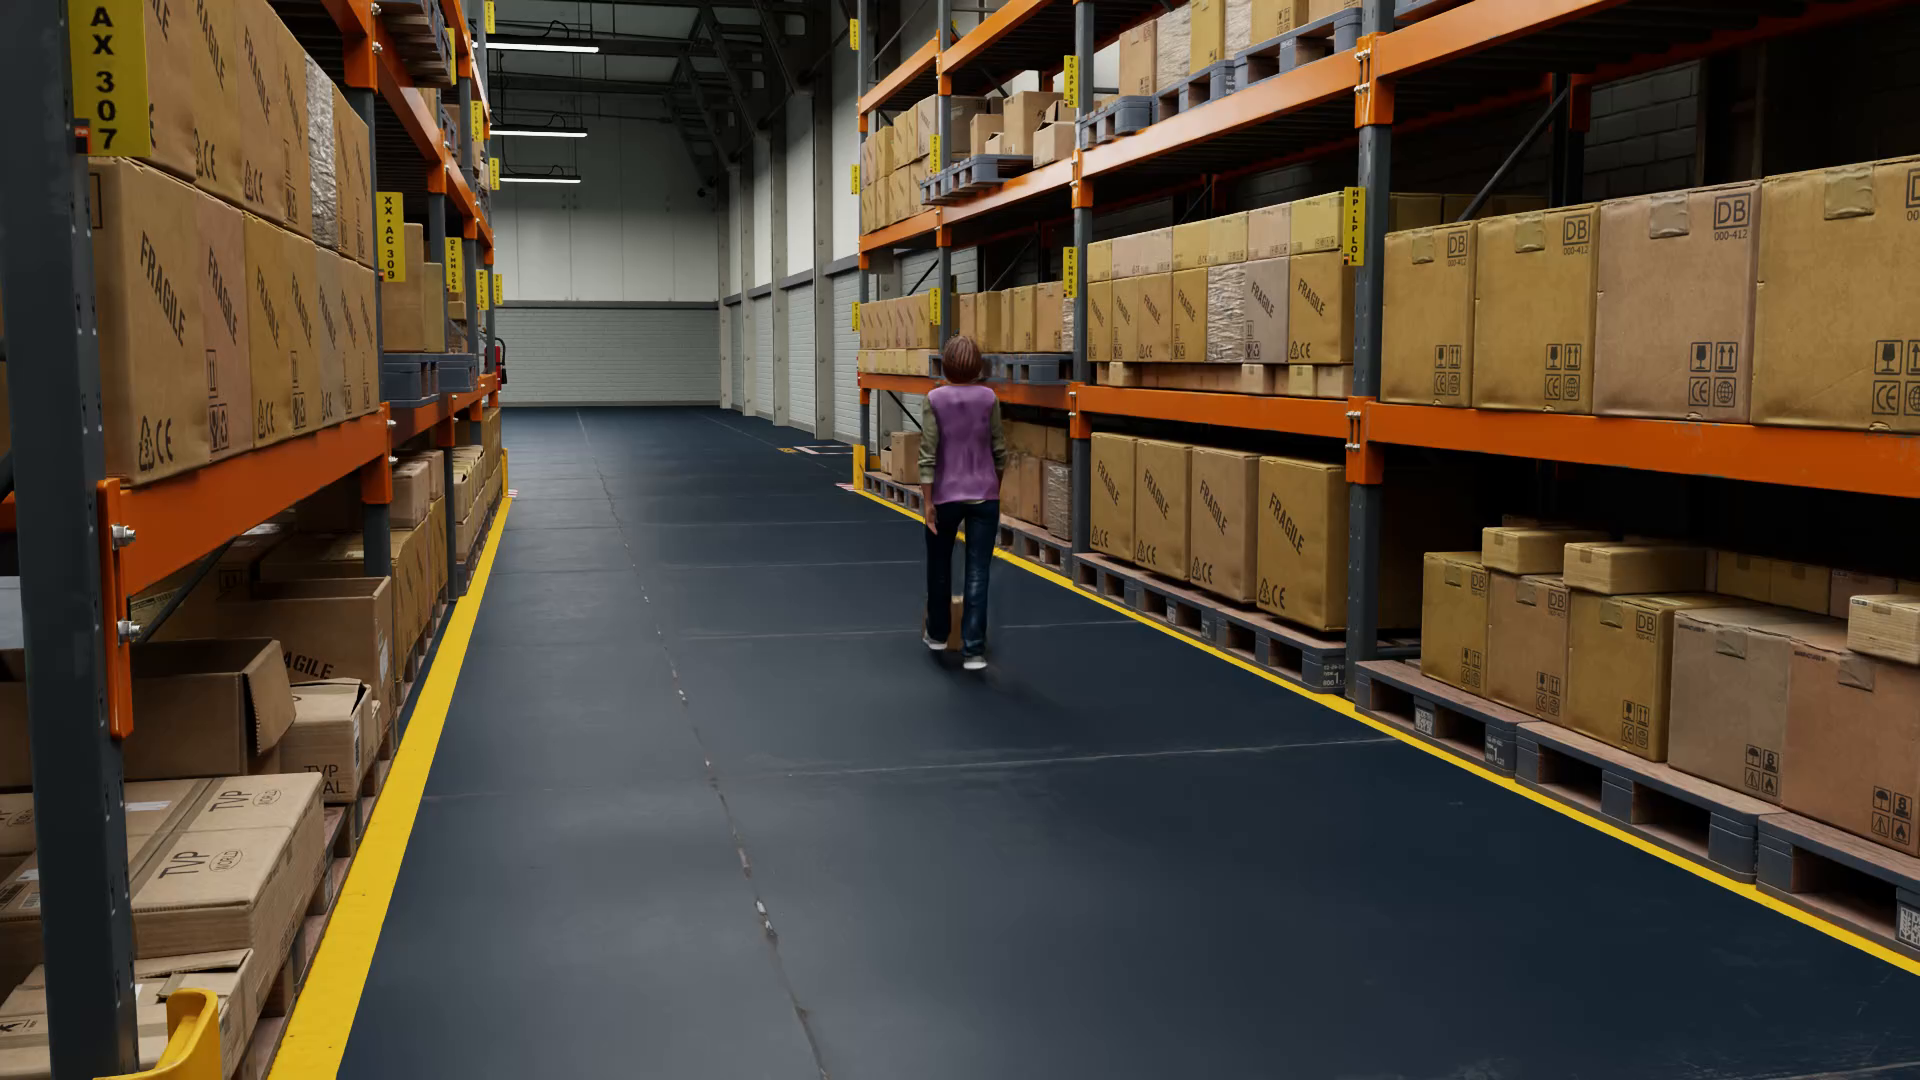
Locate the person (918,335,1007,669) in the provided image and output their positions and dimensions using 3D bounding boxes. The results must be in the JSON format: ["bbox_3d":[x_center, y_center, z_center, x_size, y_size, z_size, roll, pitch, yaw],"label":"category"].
[{"bbox_3d":[0.015,-0.195,7.983,0.422,1.563,0.826,0,6,0],"label":"person"}]
